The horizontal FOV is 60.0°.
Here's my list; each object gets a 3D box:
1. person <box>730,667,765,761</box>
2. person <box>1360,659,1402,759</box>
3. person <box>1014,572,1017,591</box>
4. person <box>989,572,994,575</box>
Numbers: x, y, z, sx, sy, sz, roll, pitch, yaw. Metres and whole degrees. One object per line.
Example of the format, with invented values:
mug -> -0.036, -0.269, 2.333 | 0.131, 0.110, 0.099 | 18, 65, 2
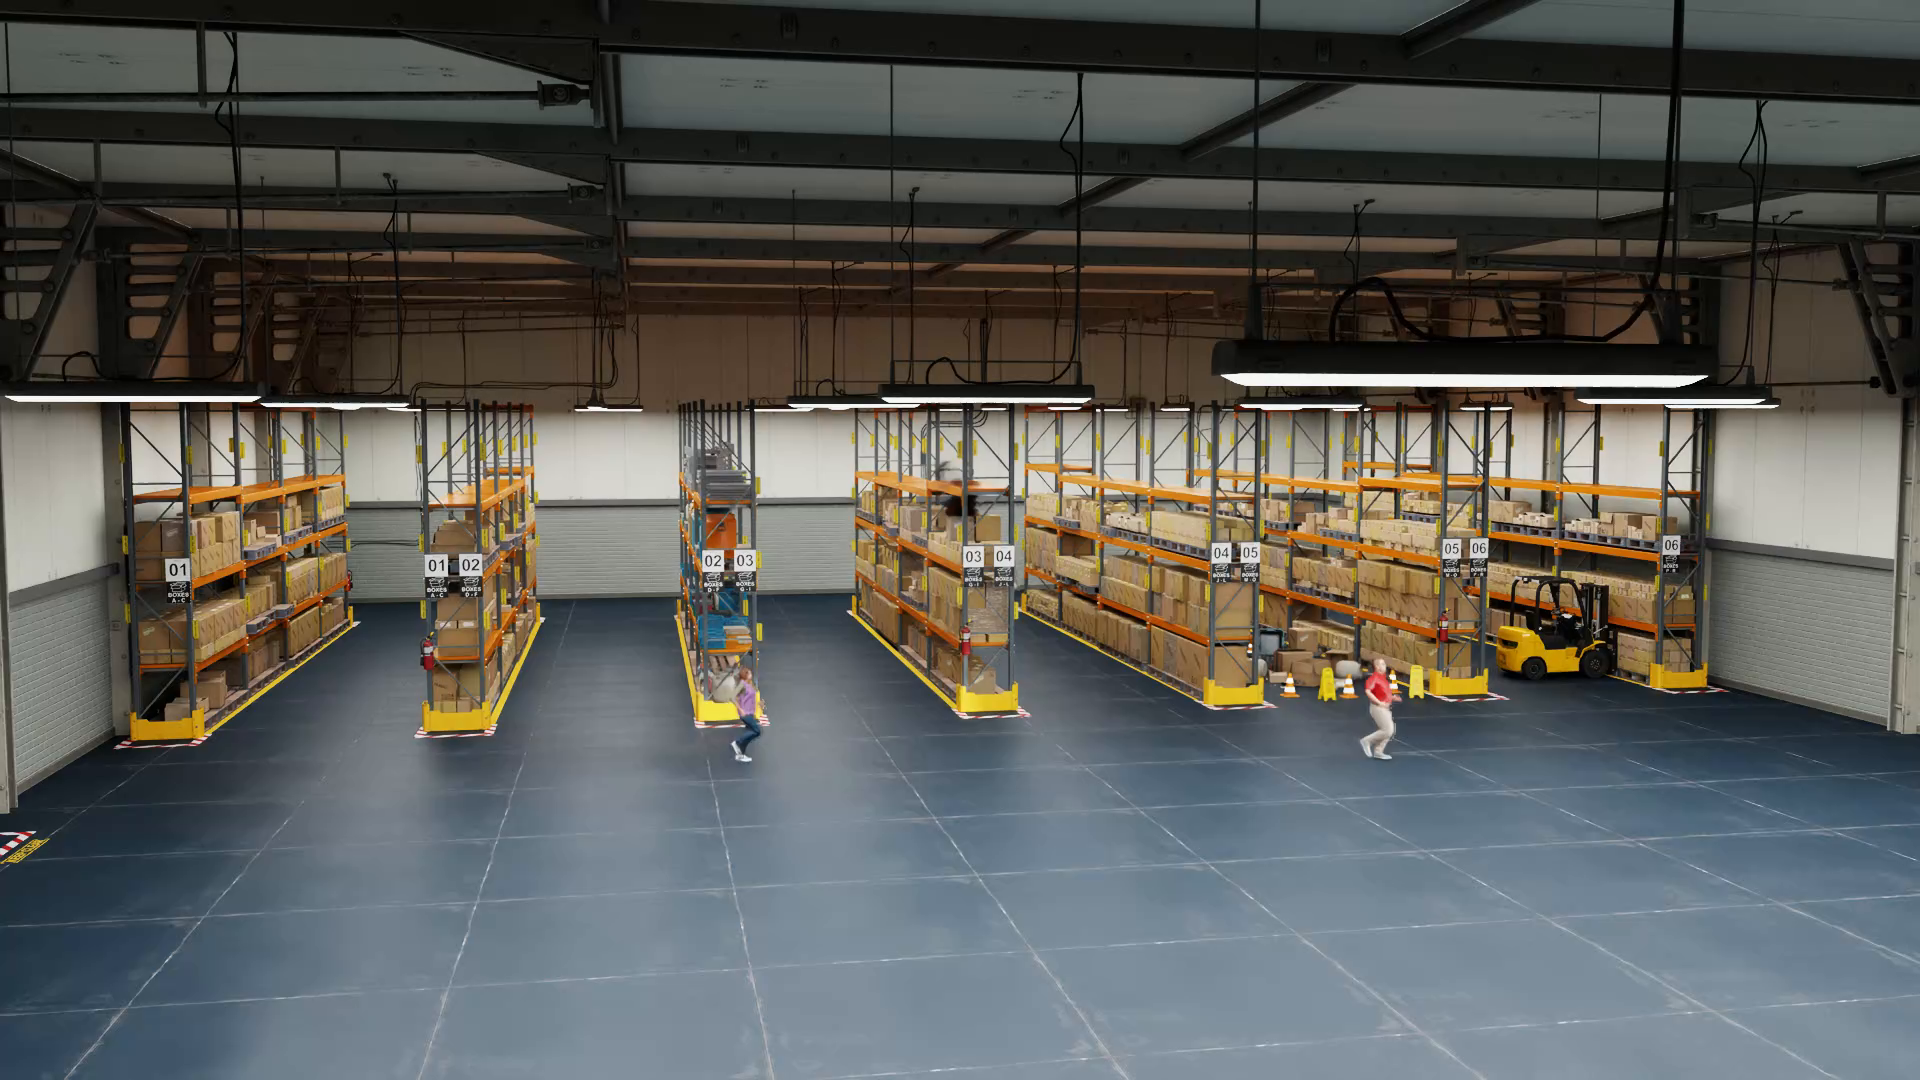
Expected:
person -> -3.476, 2.875, 27.396 | 0.529, 1.557, 0.525 | 1, 4, 11
person -> 6.981, 2.801, 27.570 | 0.619, 1.676, 0.658 | 2, 5, 26
person -> 1.237, 1.429, 45.409 | 0.689, 1.775, 0.856 | -1, 4, -10
person -> 1.049, 1.198, 48.811 | 0.669, 1.719, 0.819 | 3, 5, 35
